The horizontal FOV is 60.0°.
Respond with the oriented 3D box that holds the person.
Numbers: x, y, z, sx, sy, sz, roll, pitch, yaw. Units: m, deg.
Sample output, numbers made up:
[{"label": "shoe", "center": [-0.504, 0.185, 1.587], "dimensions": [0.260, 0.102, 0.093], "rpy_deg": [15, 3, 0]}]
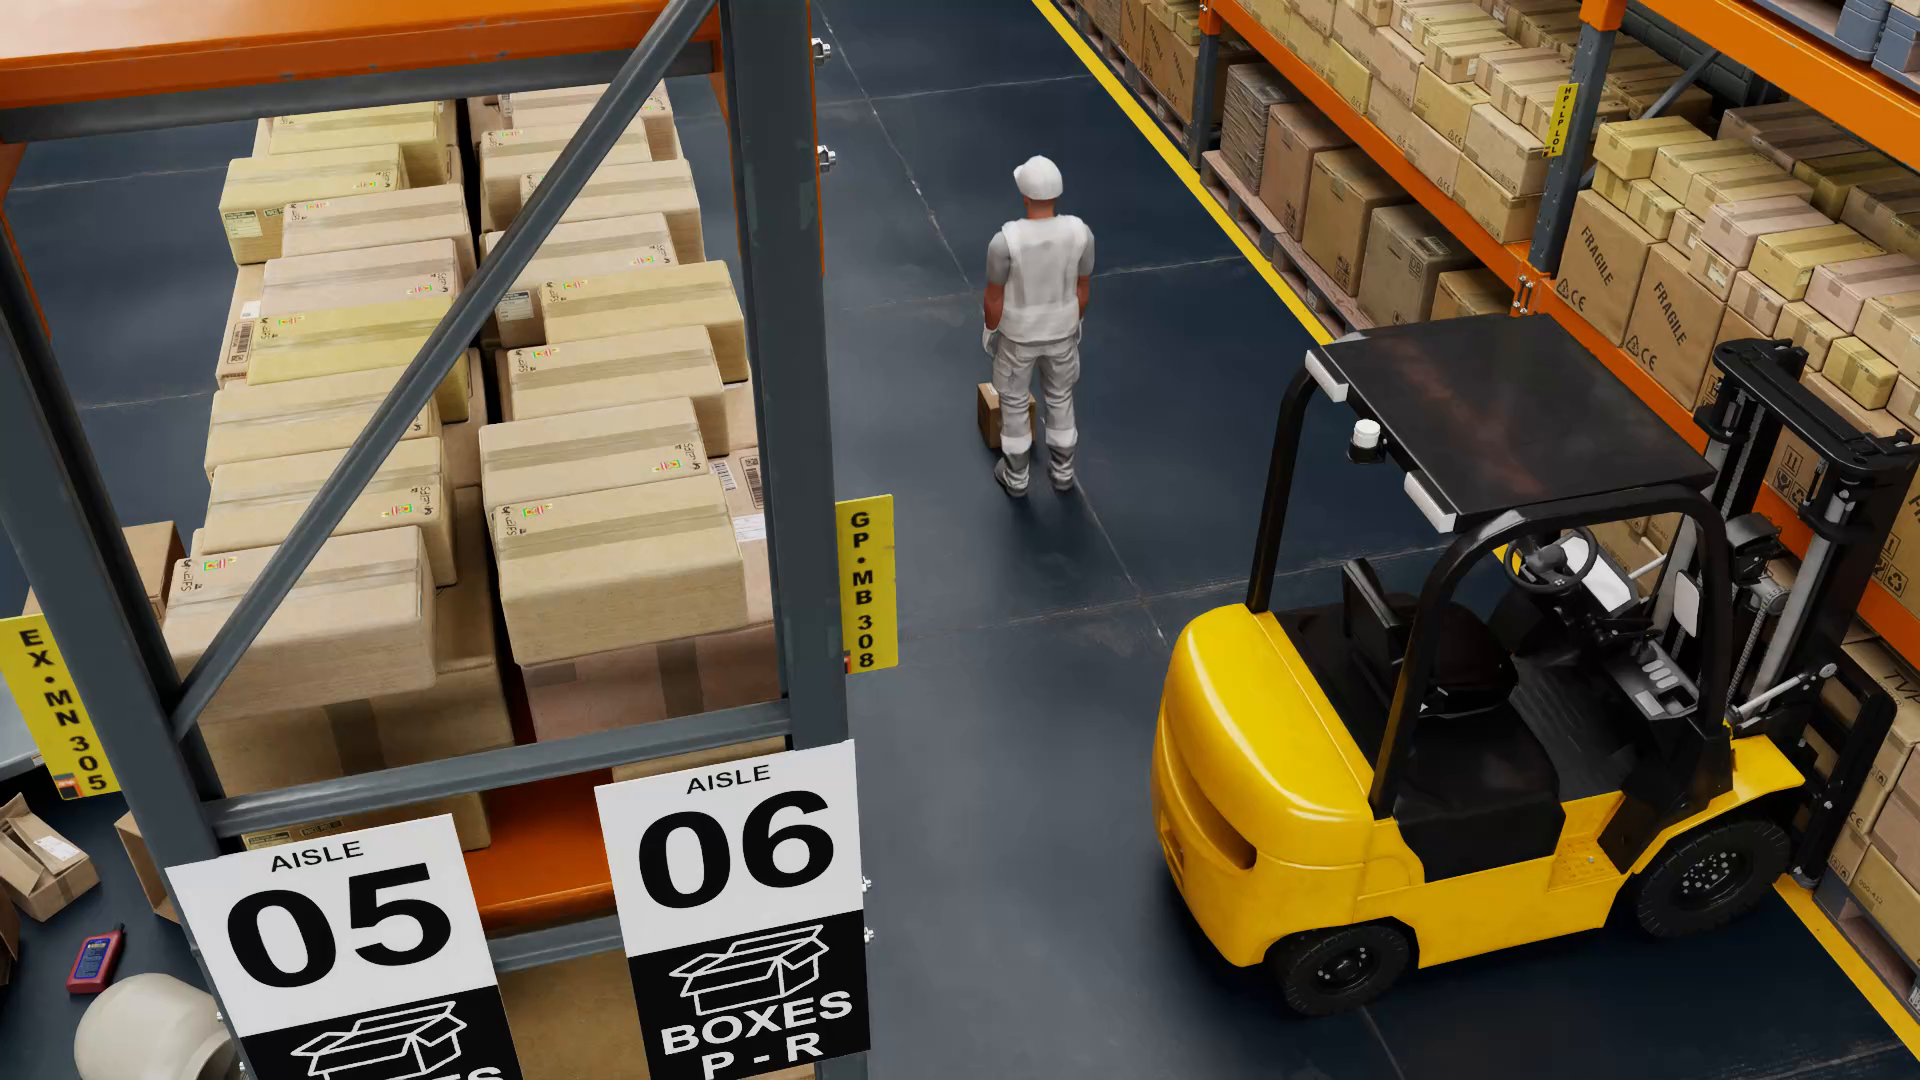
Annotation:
[{"label": "person", "center": [0.362, -1.003, 7.994], "dimensions": [0.525, 1.795, 0.334], "rpy_deg": [-9, 39, -11]}]
